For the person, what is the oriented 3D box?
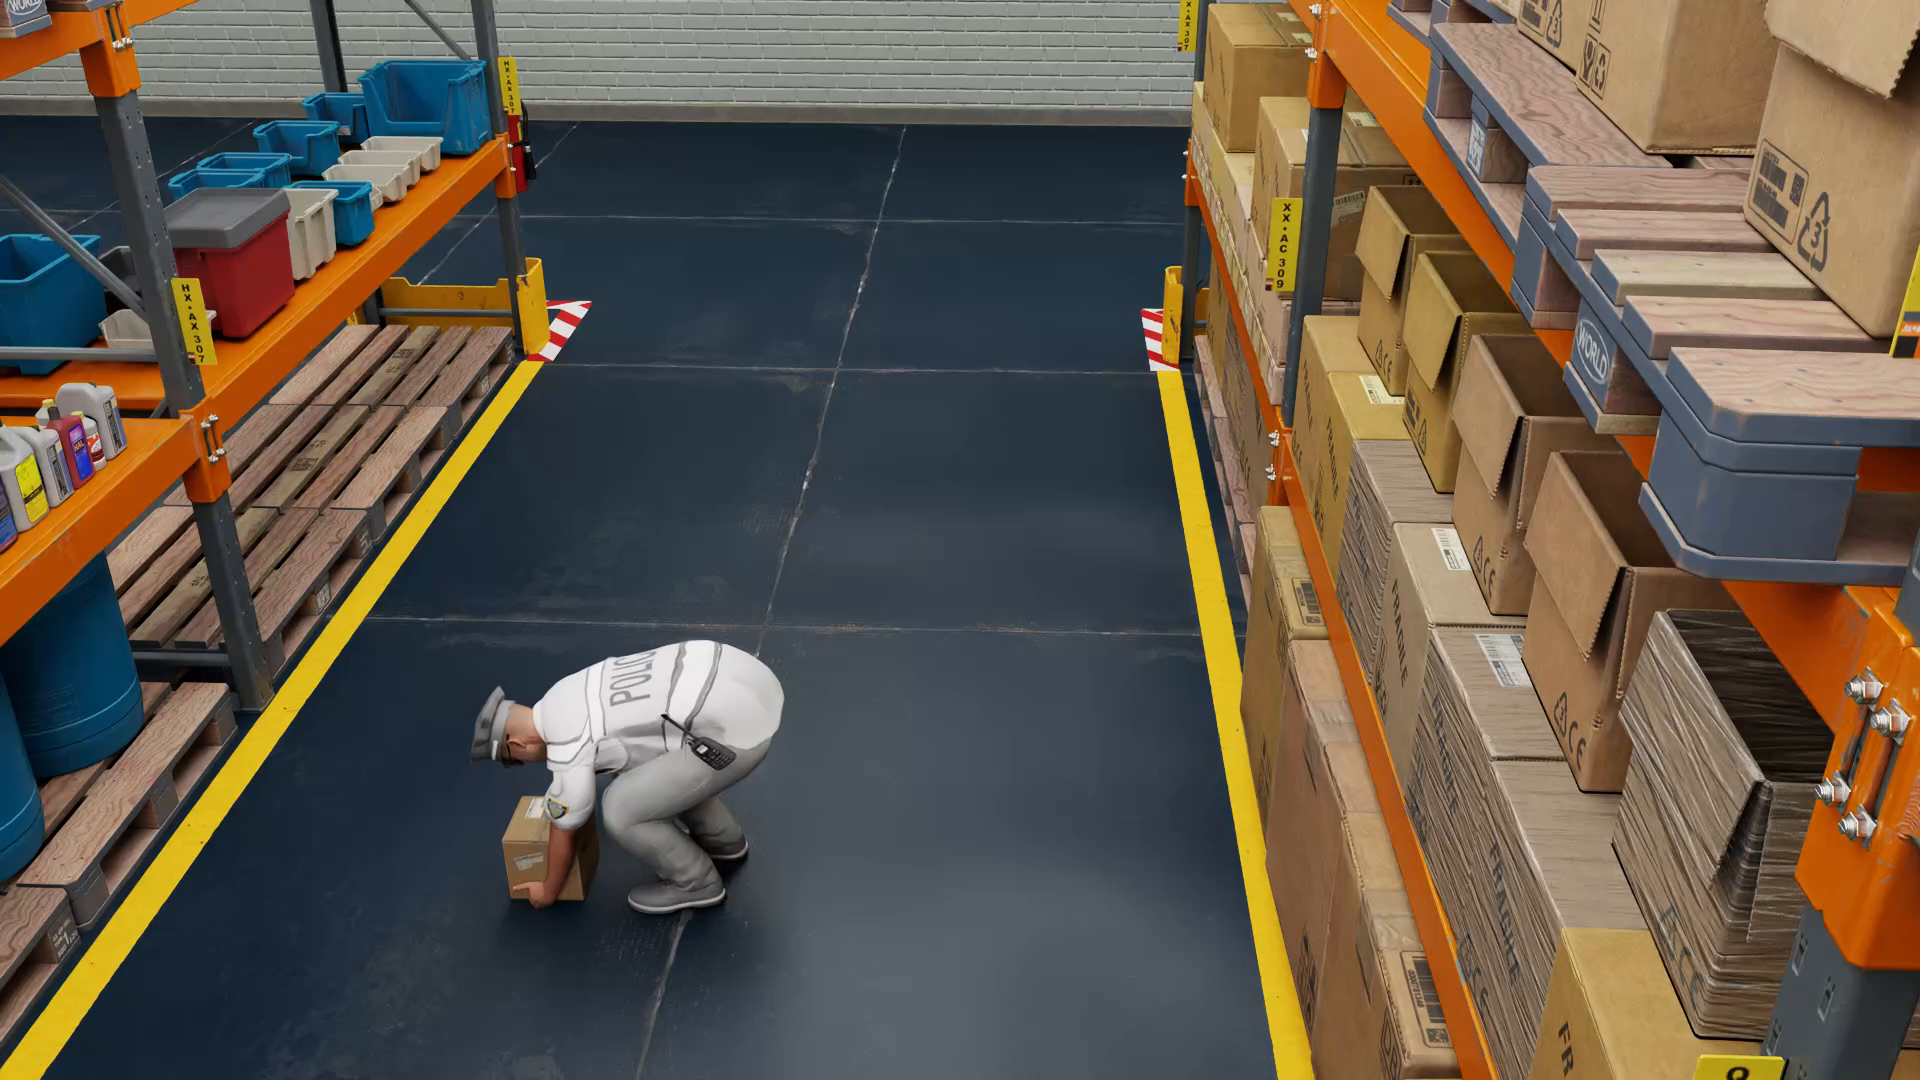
[{"bbox_3d":[-1.094,0.784,5.556,1.027,0.913,0.529,0,28,0],"label":"person"}]
